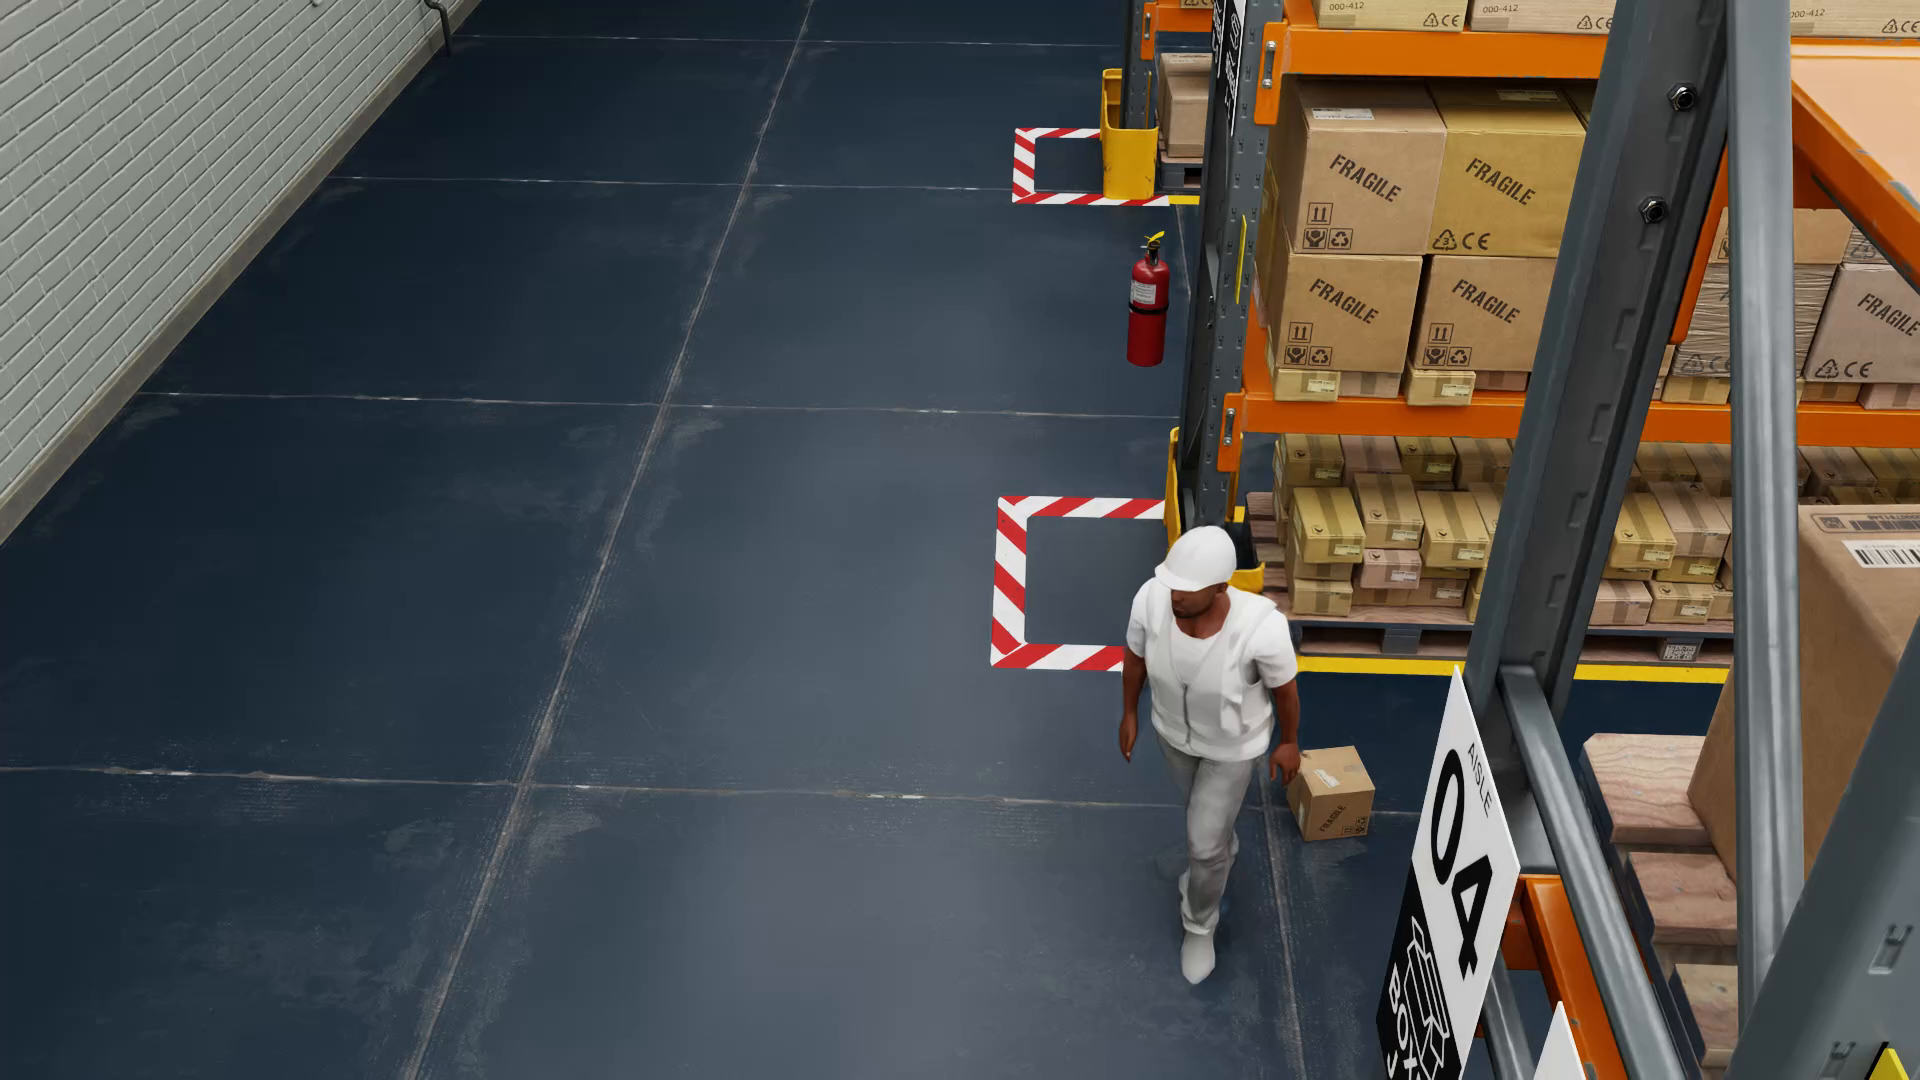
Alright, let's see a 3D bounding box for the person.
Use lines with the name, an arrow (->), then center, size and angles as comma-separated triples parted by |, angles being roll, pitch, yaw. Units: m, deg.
person -> 0.853, 0.665, 5.725 | 0.629, 1.798, 0.612 | 25, 42, 31
